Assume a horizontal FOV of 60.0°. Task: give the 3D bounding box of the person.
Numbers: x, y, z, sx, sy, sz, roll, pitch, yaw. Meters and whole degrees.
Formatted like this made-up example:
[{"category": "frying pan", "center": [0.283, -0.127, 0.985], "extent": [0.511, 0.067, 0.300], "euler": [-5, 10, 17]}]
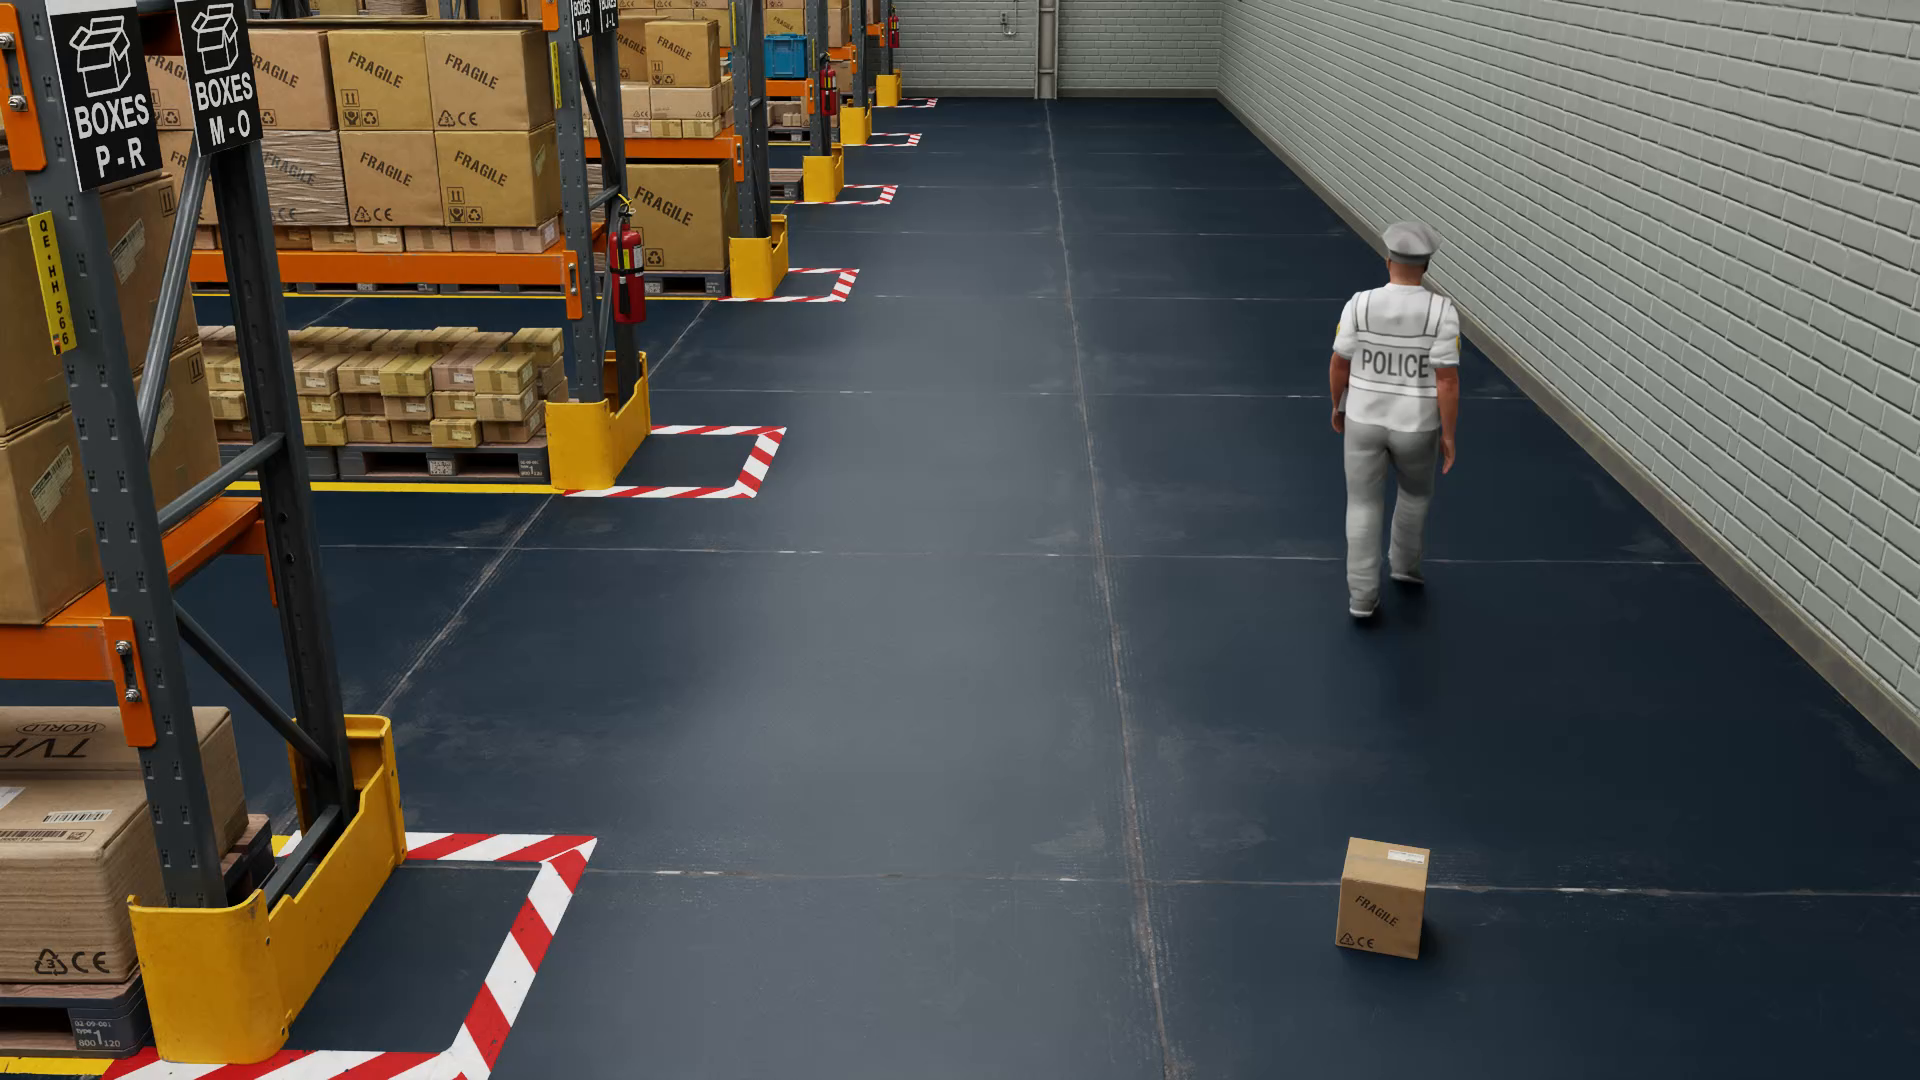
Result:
[{"category": "person", "center": [1.948, -0.538, 7.502], "extent": [0.578, 1.812, 0.786], "euler": [6, 21, 16]}]
